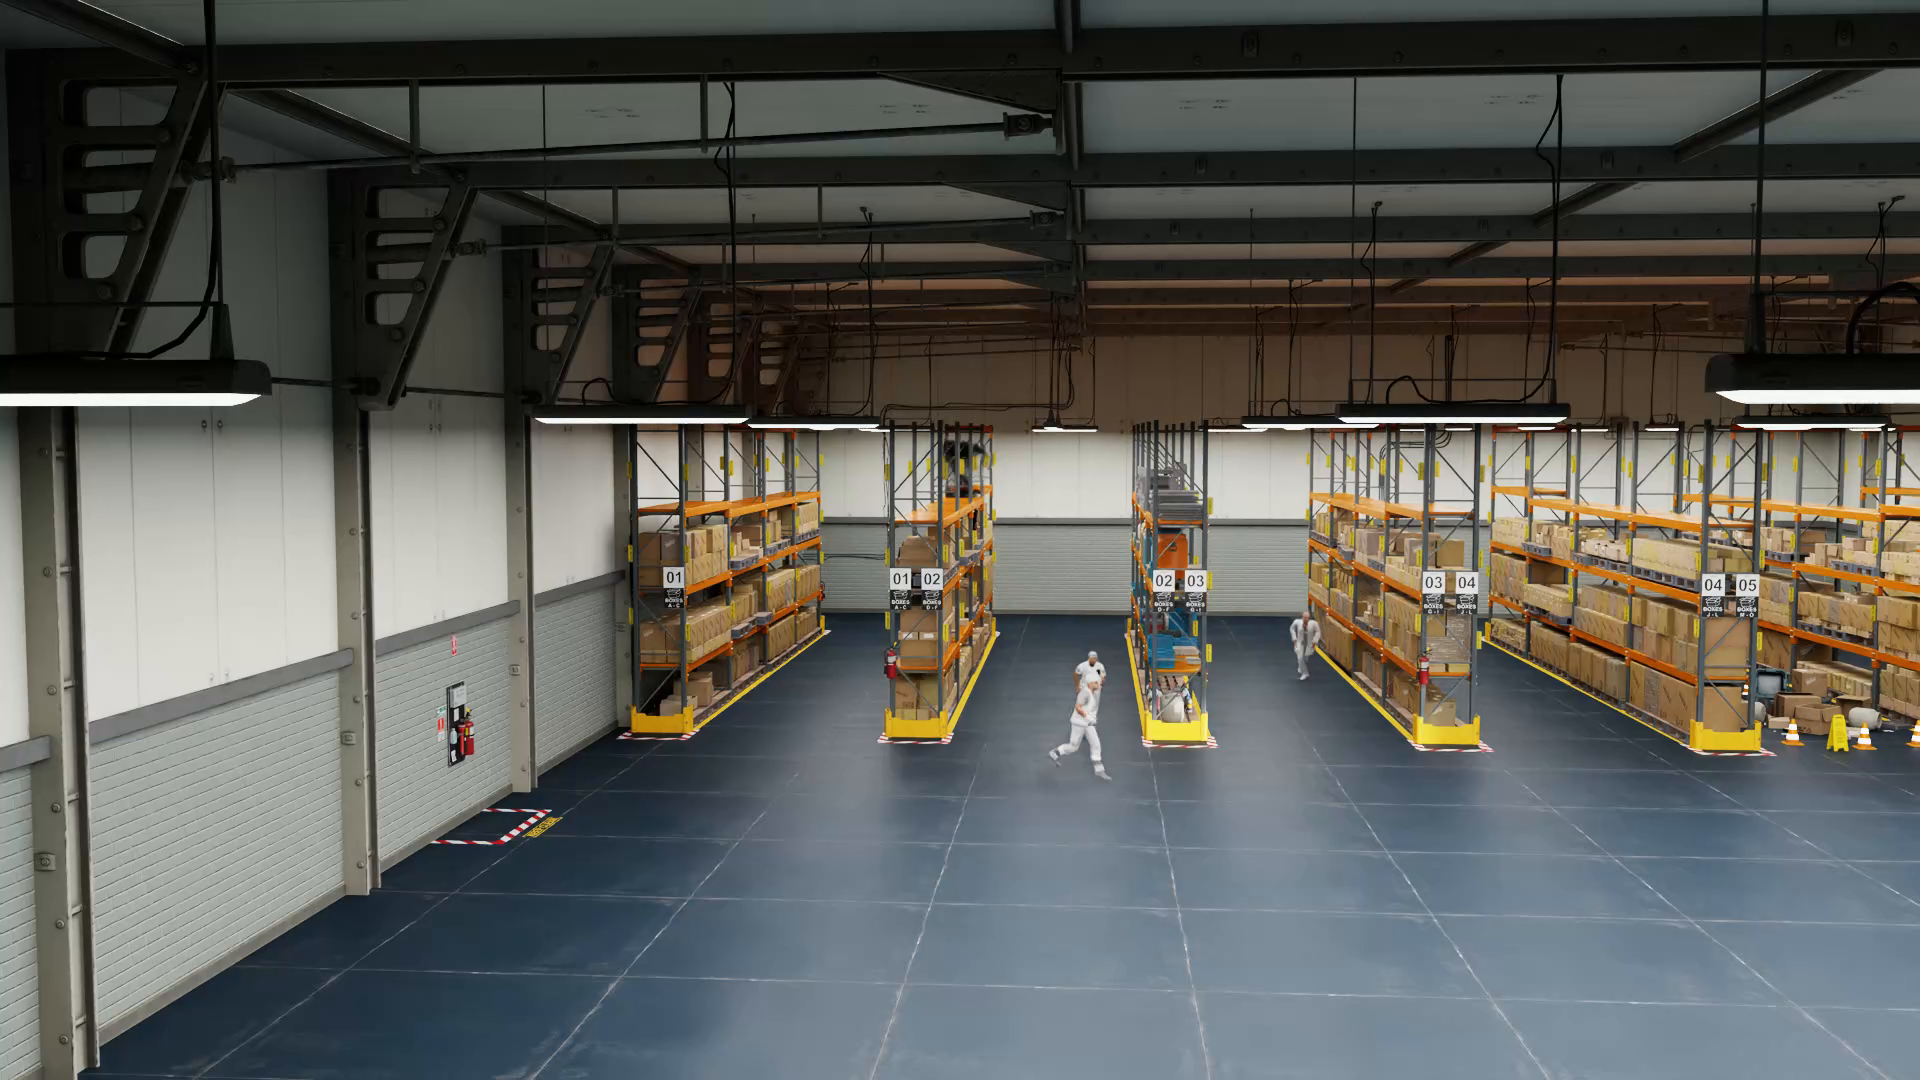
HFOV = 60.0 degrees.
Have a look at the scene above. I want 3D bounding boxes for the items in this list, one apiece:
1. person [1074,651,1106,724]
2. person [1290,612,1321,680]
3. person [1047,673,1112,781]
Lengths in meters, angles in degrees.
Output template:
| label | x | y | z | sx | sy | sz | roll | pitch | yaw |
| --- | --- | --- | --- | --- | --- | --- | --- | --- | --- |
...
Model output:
| label | x | y | z | sx | sy | sz | roll | pitch | yaw |
| --- | --- | --- | --- | --- | --- | --- | --- | --- | --- |
| person | 2.504 | 2.914 | 31.731 | 0.580 | 1.607 | 0.595 | -1 | 4 | -12 |
| person | 8.131 | 2.459 | 39.176 | 0.716 | 1.626 | 1.062 | 1 | 4 | 10 |
| person | 1.989 | 3.094 | 27.697 | 1.131 | 1.771 | 0.659 | 2 | 4 | 24 |
